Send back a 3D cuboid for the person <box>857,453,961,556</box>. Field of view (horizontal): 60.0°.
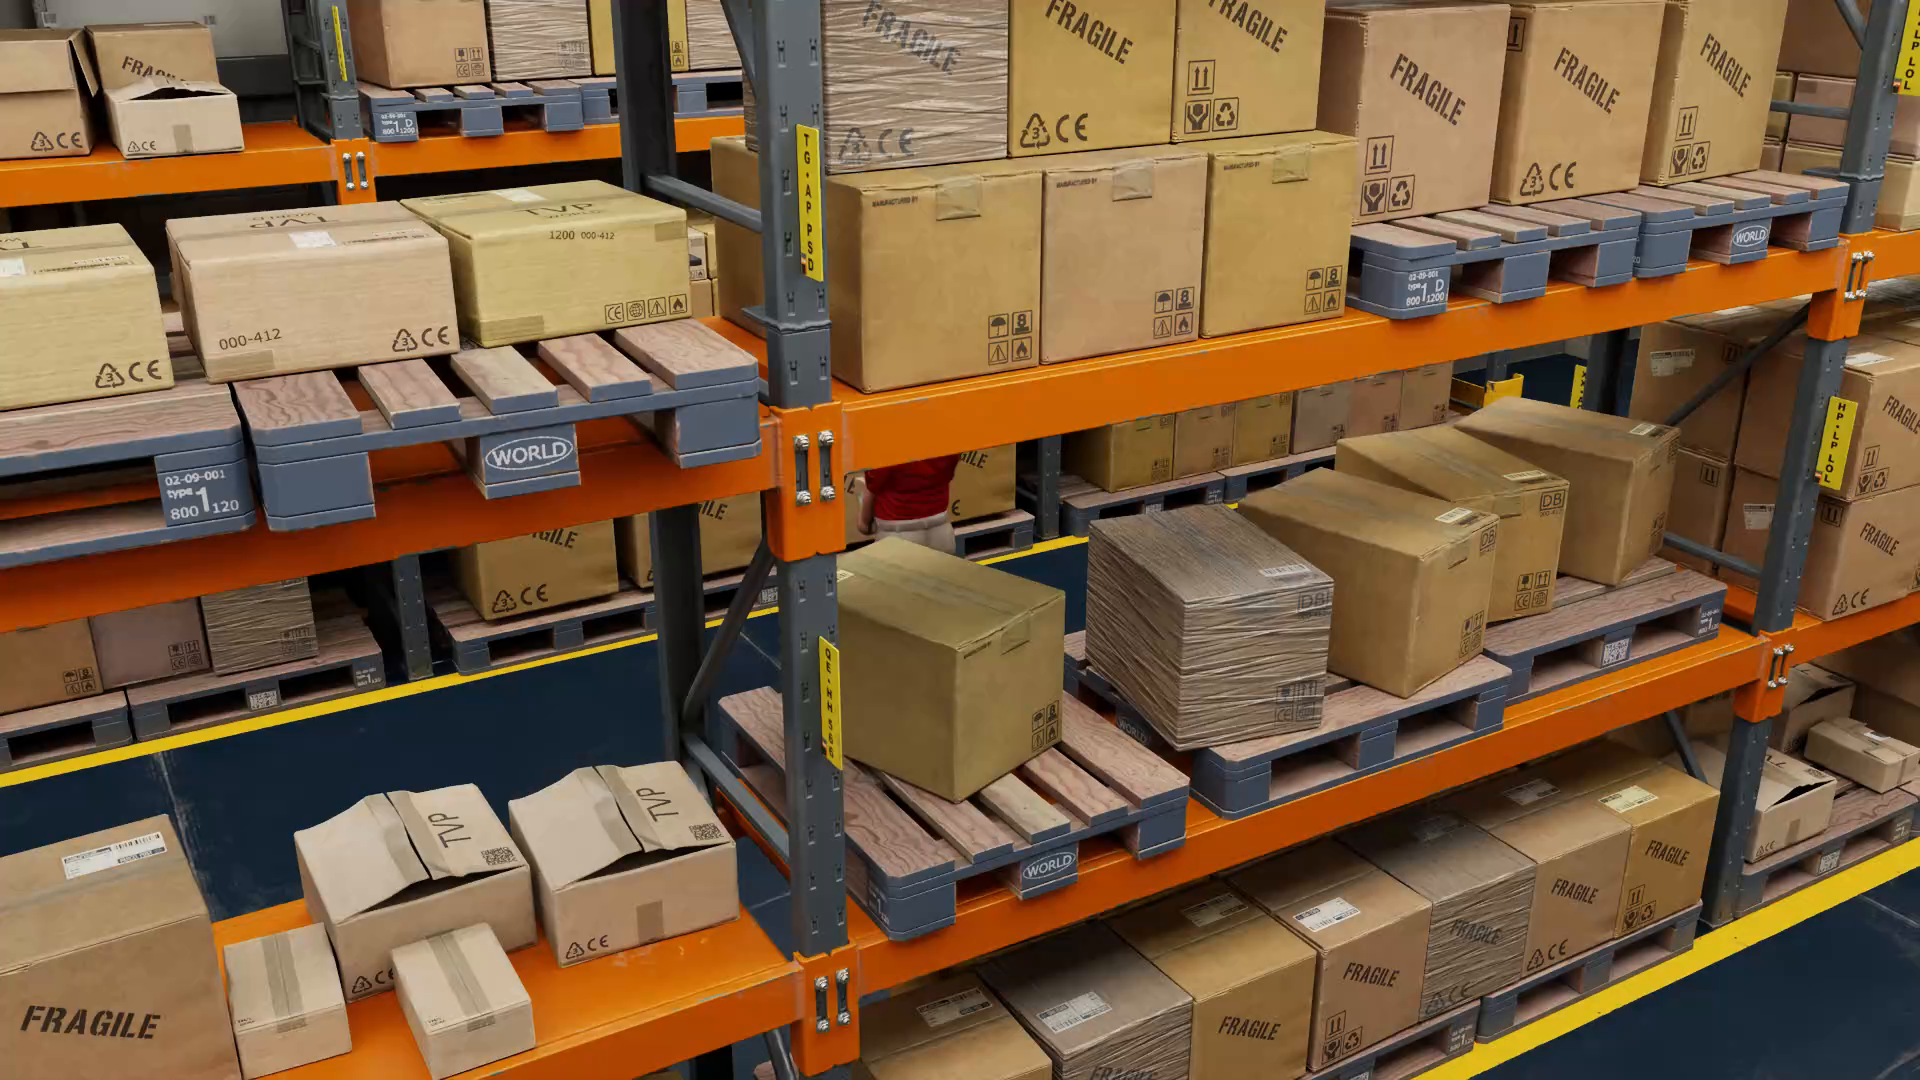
[{"bbox_3d":[-0.289,0.012,8.368,0.495,1.716,0.530,-12,24,-27],"label":"person"}]
